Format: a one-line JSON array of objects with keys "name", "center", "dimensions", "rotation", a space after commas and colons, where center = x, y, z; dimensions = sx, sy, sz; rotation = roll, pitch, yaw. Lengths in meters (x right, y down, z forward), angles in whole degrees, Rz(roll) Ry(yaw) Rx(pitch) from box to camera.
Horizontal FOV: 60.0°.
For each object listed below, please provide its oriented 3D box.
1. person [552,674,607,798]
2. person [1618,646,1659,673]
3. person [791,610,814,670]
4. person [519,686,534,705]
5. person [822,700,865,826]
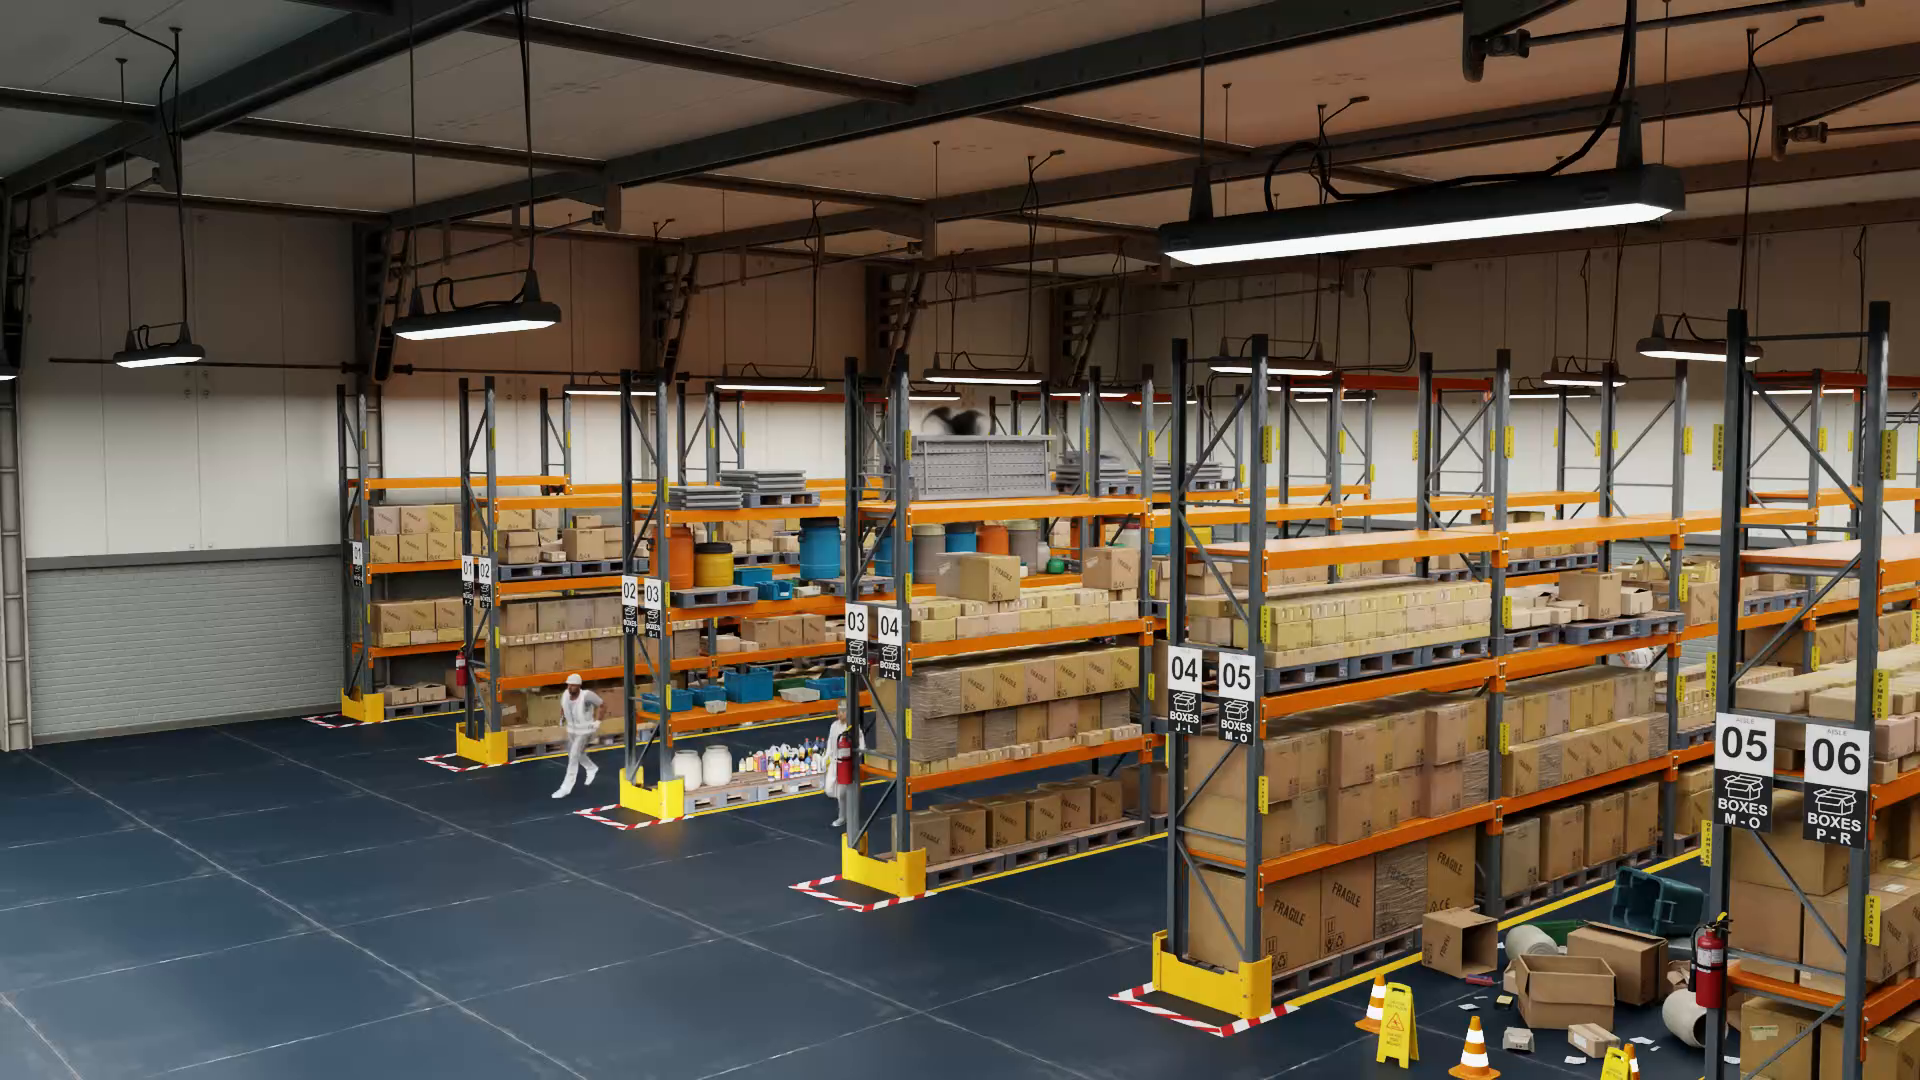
[{"name": "person", "center": [-5.374, 2.734, 23.669], "dimensions": [0.717, 1.728, 1.035], "rotation": [2, 4, 24]}, {"name": "person", "center": [12.200, 2.362, 29.708], "dimensions": [0.655, 1.768, 0.669], "rotation": [-1, 4, -8]}, {"name": "person", "center": [-3.216, 2.109, 33.636], "dimensions": [0.664, 1.760, 0.966], "rotation": [3, 5, 37]}, {"name": "person", "center": [-7.442, 2.469, 28.773], "dimensions": [0.564, 1.658, 1.059], "rotation": [3, 5, 34]}, {"name": "person", "center": [-1.530, 2.918, 21.808], "dimensions": [0.629, 1.652, 0.555], "rotation": [2, 4, 29]}]
